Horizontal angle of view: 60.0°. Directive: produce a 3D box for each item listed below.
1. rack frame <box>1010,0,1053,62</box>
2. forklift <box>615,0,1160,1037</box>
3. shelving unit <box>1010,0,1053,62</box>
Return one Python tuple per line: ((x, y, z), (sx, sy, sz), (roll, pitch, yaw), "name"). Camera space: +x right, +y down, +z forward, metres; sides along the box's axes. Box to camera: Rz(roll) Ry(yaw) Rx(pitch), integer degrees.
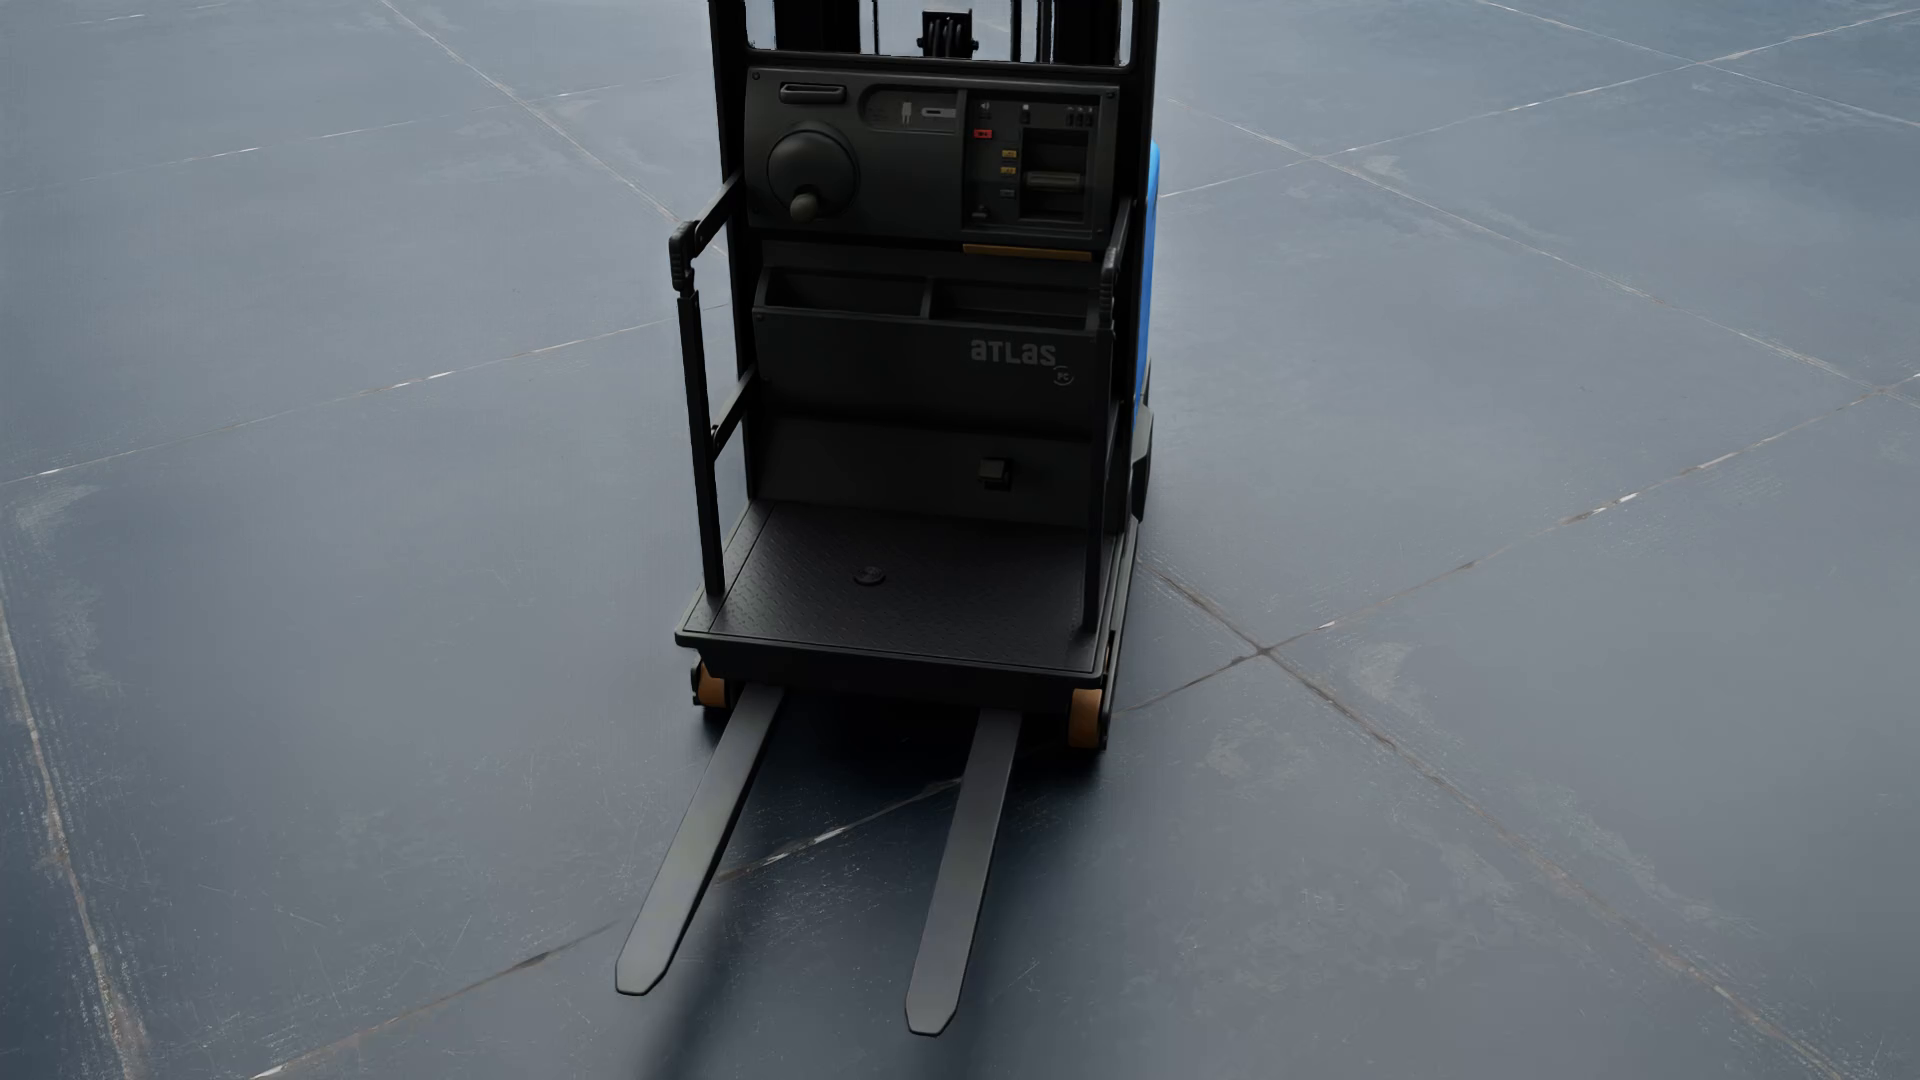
((0.240, -1.311, 5.923), (0.032, 1.500, 0.500), (-6, 33, -9), "rack frame")
((-0.111, -0.899, 3.928), (1.130, 2.935, 3.031), (5, 33, 8), "forklift")
((-0.259, -1.262, 5.844), (1.048, 1.500, 0.538), (-6, 33, -9), "shelving unit")
